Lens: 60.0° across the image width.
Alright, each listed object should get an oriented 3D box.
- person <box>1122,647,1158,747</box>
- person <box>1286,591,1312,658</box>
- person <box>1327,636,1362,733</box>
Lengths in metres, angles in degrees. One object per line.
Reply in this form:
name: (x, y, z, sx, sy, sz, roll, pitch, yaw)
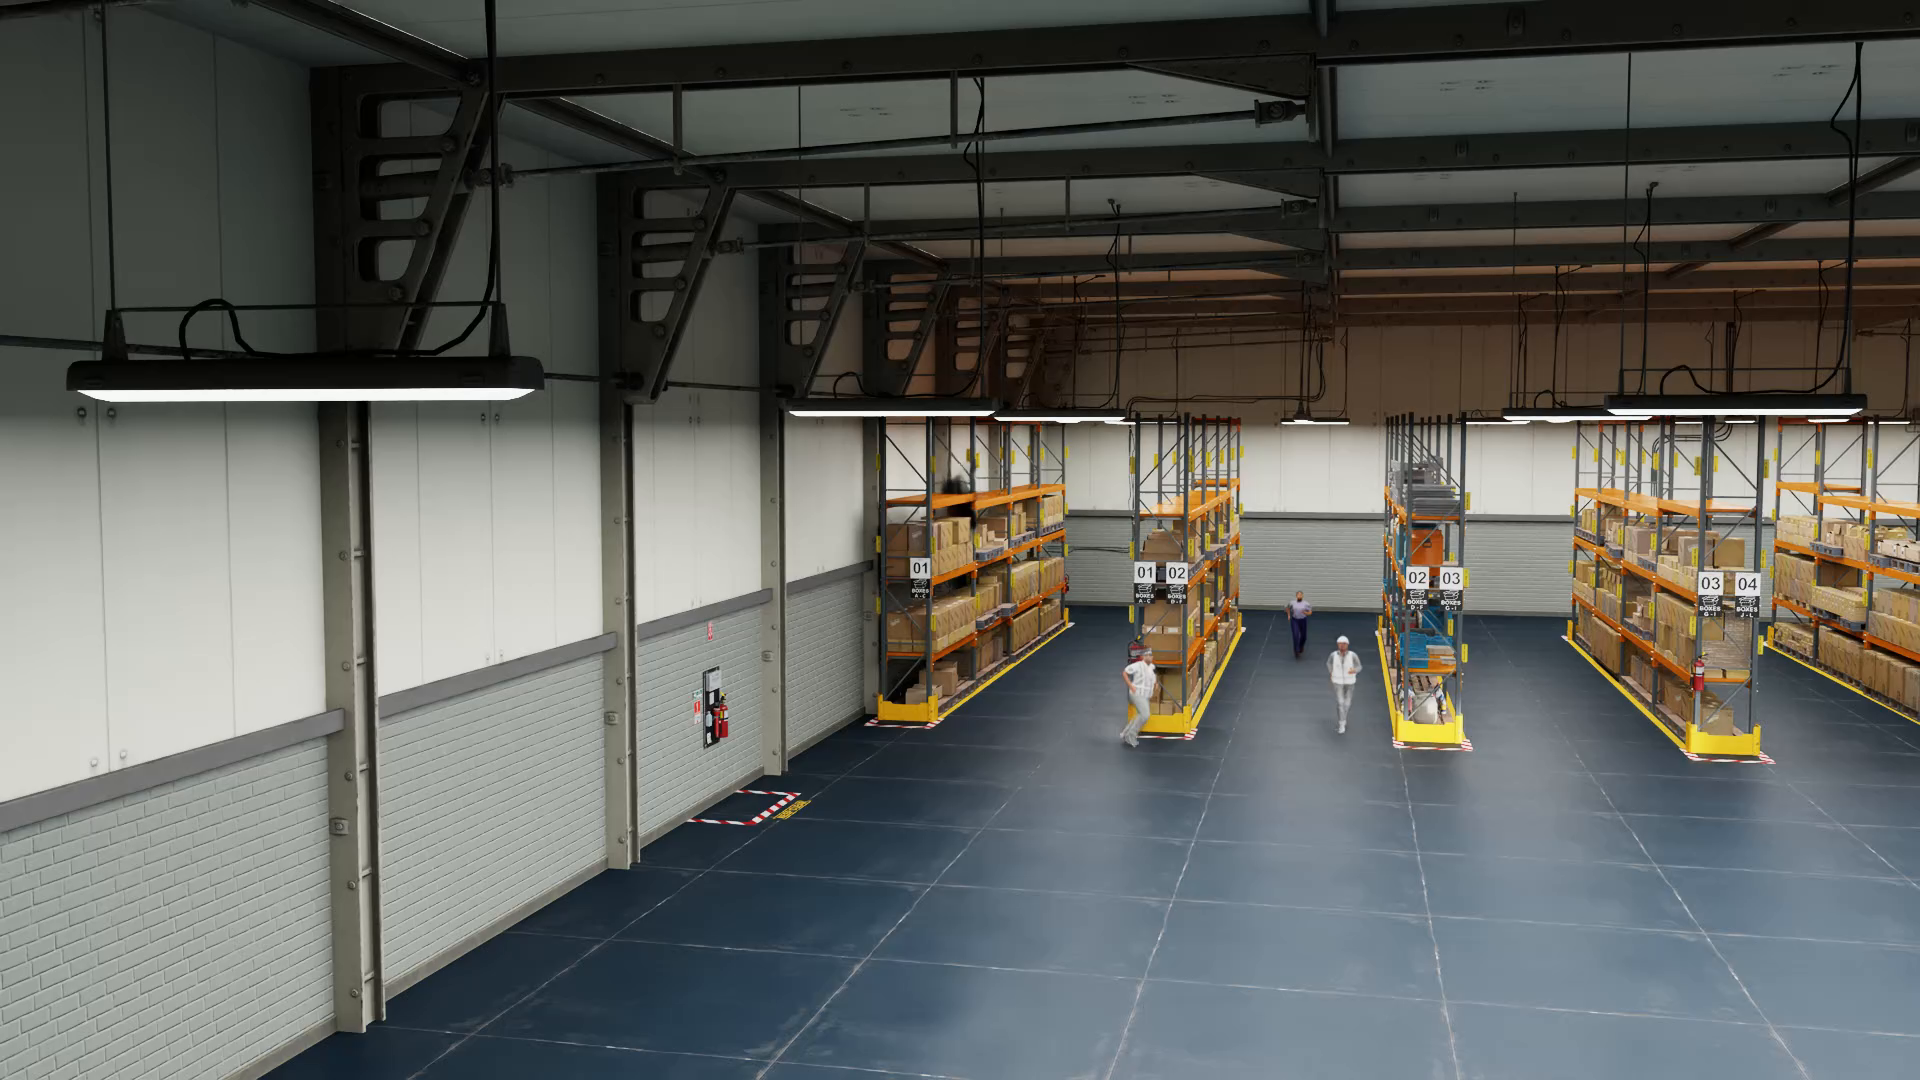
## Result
person: (3.289, 2.823, 30.065, 0.662, 1.773, 0.709, 3, 5, 41)
person: (8.459, 2.081, 41.464, 0.608, 1.632, 0.924, 0, 4, 5)
person: (7.278, 2.709, 31.492, 0.648, 1.787, 0.890, 1, 4, 10)
